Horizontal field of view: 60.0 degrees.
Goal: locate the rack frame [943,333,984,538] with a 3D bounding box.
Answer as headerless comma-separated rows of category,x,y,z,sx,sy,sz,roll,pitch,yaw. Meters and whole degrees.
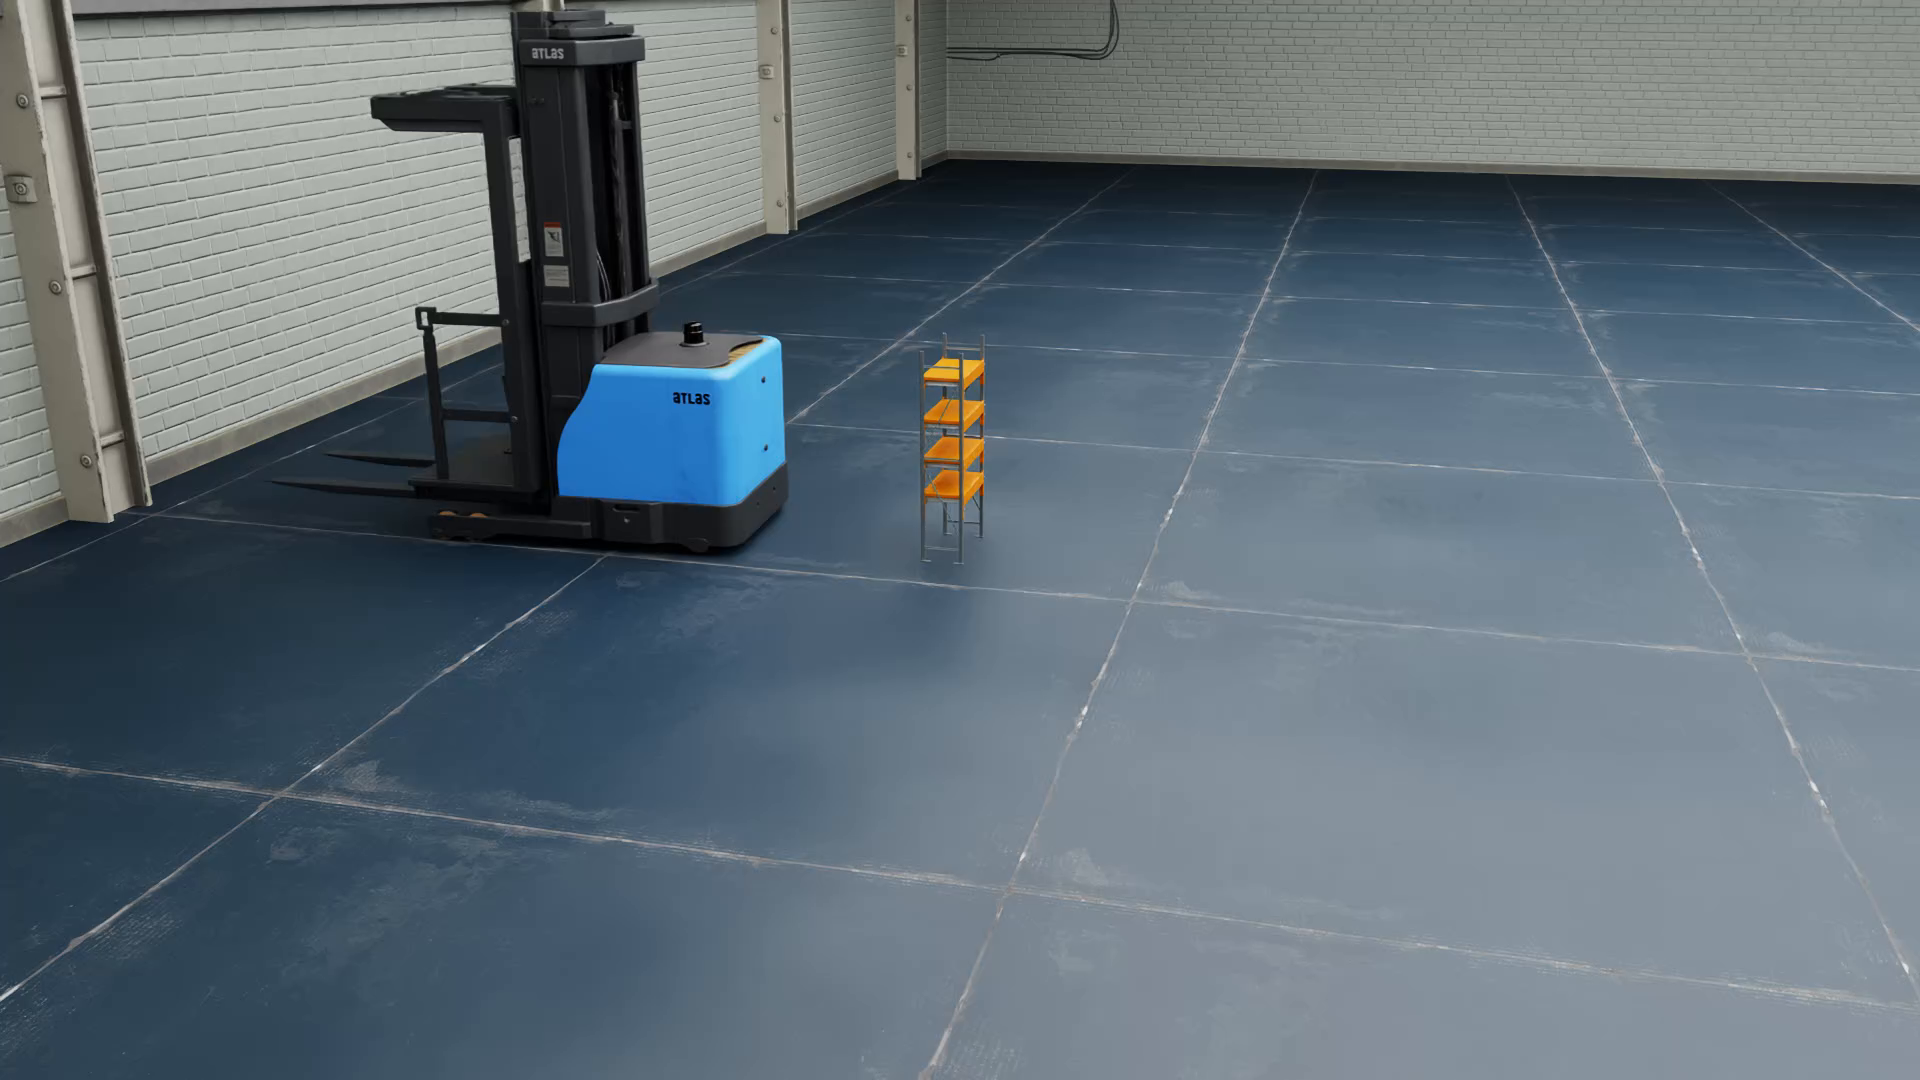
rack frame,0.019,-0.592,9.566,0.240,1.200,0.015,5,19,13

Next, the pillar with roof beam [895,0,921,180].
pillar with roof beam,3.355,-9.736,24.270,9.100,9.000,0.400,5,19,13

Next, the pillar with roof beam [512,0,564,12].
pillar with roof beam,0.424,-5.975,13.259,9.100,9.000,0.400,5,19,13

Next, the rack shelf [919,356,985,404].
rack shelf,-0.040,-0.888,9.215,0.258,0.148,0.480,5,19,13

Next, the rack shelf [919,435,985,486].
rack shelf,-0.040,-0.452,9.363,0.258,0.148,0.480,5,19,13

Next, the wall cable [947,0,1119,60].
wall cable,1.183,-9.426,28.165,3.097,2.526,0.112,5,19,13

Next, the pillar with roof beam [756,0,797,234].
pillar with roof beam,1.889,-7.856,18.764,9.100,9.000,0.400,5,19,13

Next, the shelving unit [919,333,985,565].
shelving unit,-0.040,-0.516,9.342,0.258,1.200,0.503,5,19,13

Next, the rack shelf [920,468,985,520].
rack shelf,-0.040,-0.264,9.428,0.258,0.148,0.480,5,19,13

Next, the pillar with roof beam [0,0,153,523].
pillar with roof beam,-1.042,-4.094,7.753,9.100,9.000,0.400,5,19,13

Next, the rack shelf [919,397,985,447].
rack shelf,-0.040,-0.664,9.291,0.258,0.148,0.480,5,19,13

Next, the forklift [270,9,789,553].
forklift,-2.623,-1.538,9.656,3.031,2.935,1.130,4,19,11

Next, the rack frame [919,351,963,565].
rack frame,-0.100,-0.439,9.118,0.240,1.200,0.015,5,19,13
